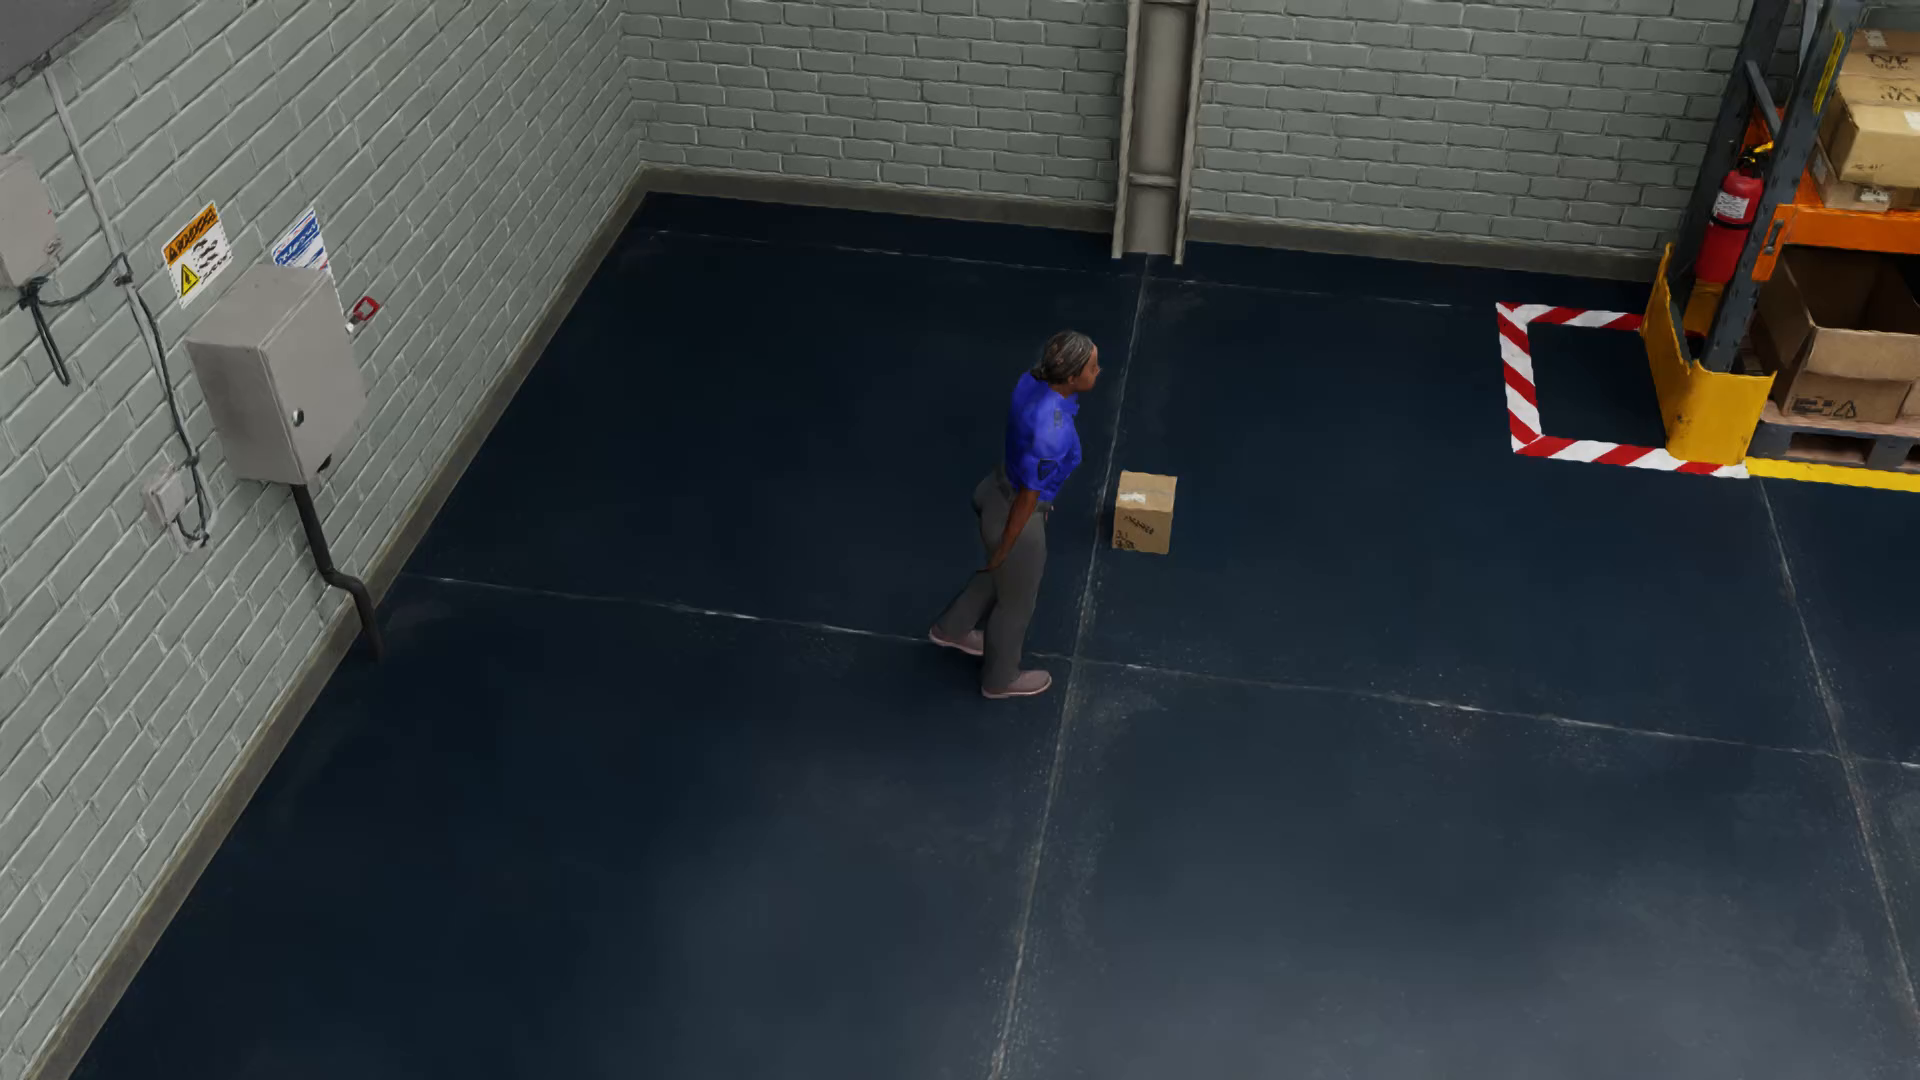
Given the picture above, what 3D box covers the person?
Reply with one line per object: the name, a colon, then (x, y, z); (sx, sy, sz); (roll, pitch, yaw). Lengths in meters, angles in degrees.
person: (0.195, -0.078, 6.271); (0.614, 1.635, 0.448); (-8, 41, -9)
